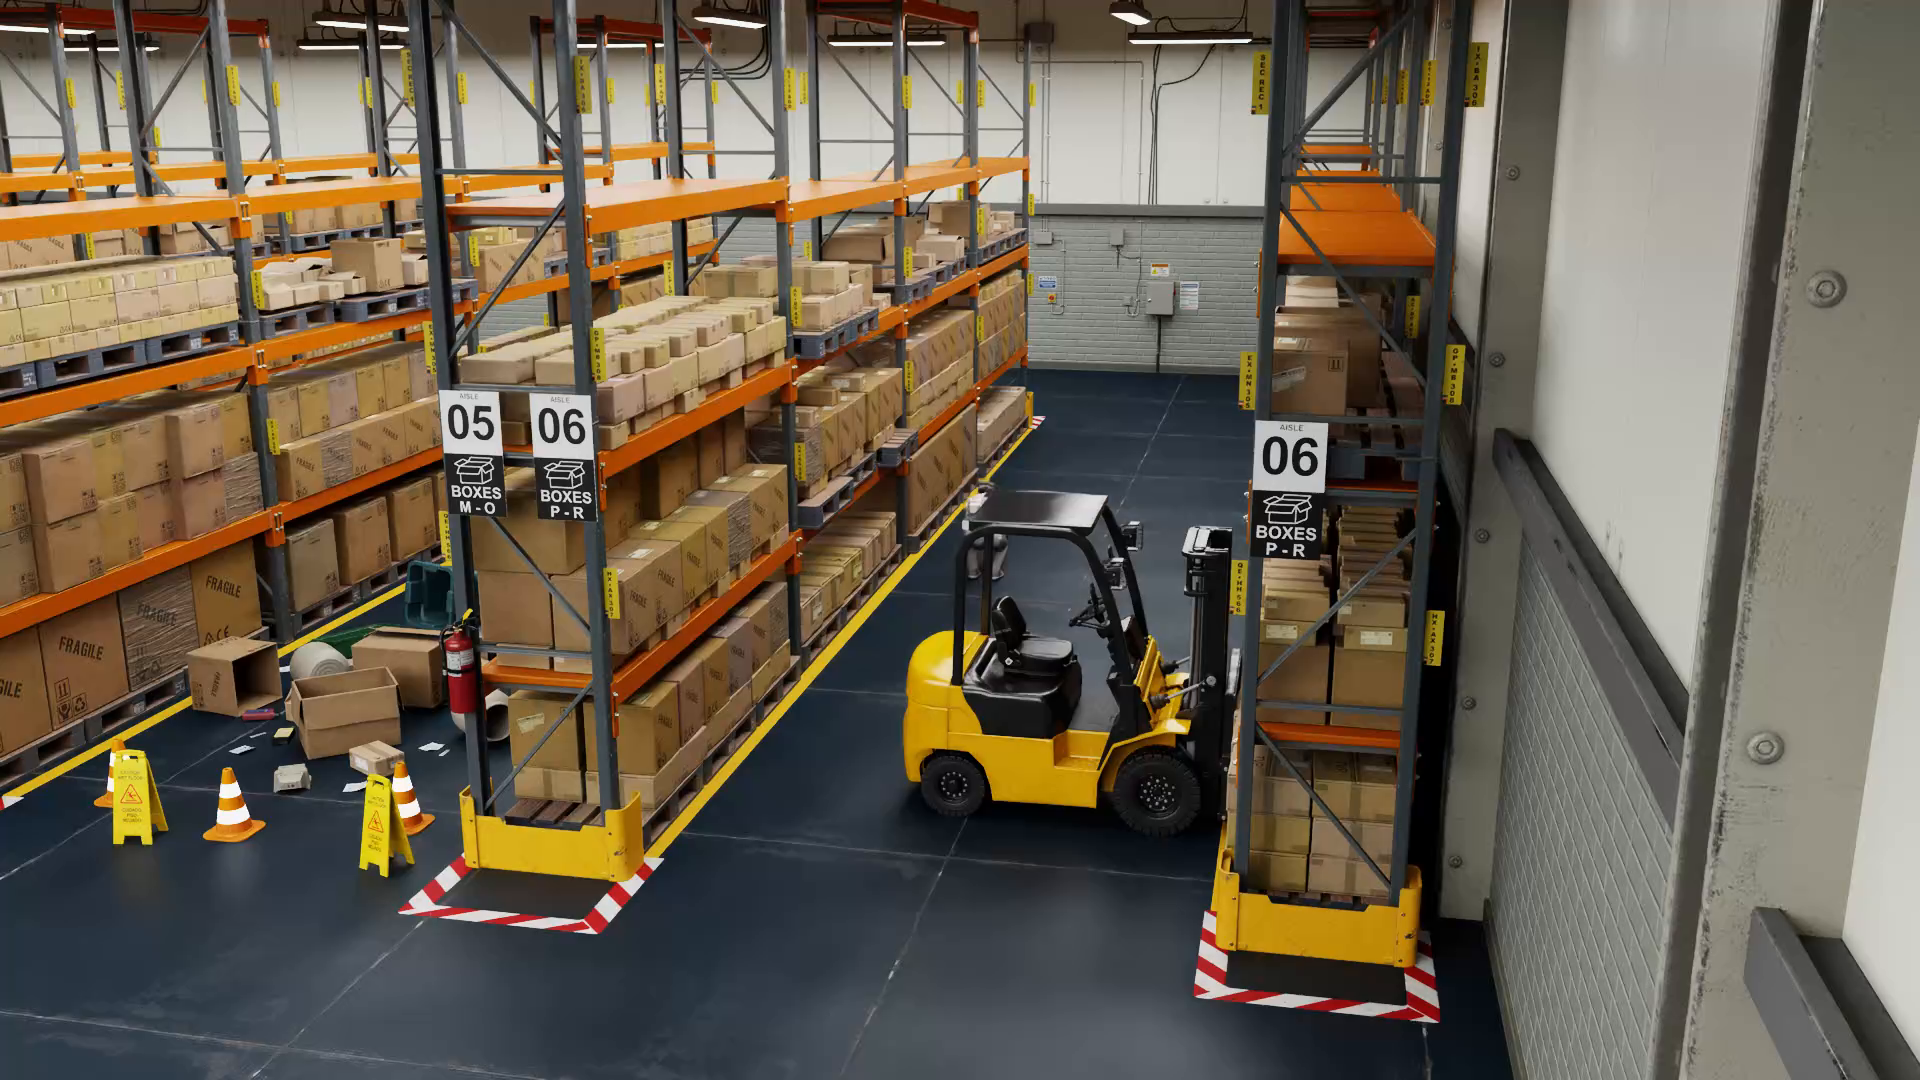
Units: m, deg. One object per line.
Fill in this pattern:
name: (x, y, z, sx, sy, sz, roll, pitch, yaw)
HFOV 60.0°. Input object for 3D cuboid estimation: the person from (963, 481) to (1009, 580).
person: (0.274, -0.103, 17.764, 0.480, 0.978, 0.832, 3, 15, 11)
